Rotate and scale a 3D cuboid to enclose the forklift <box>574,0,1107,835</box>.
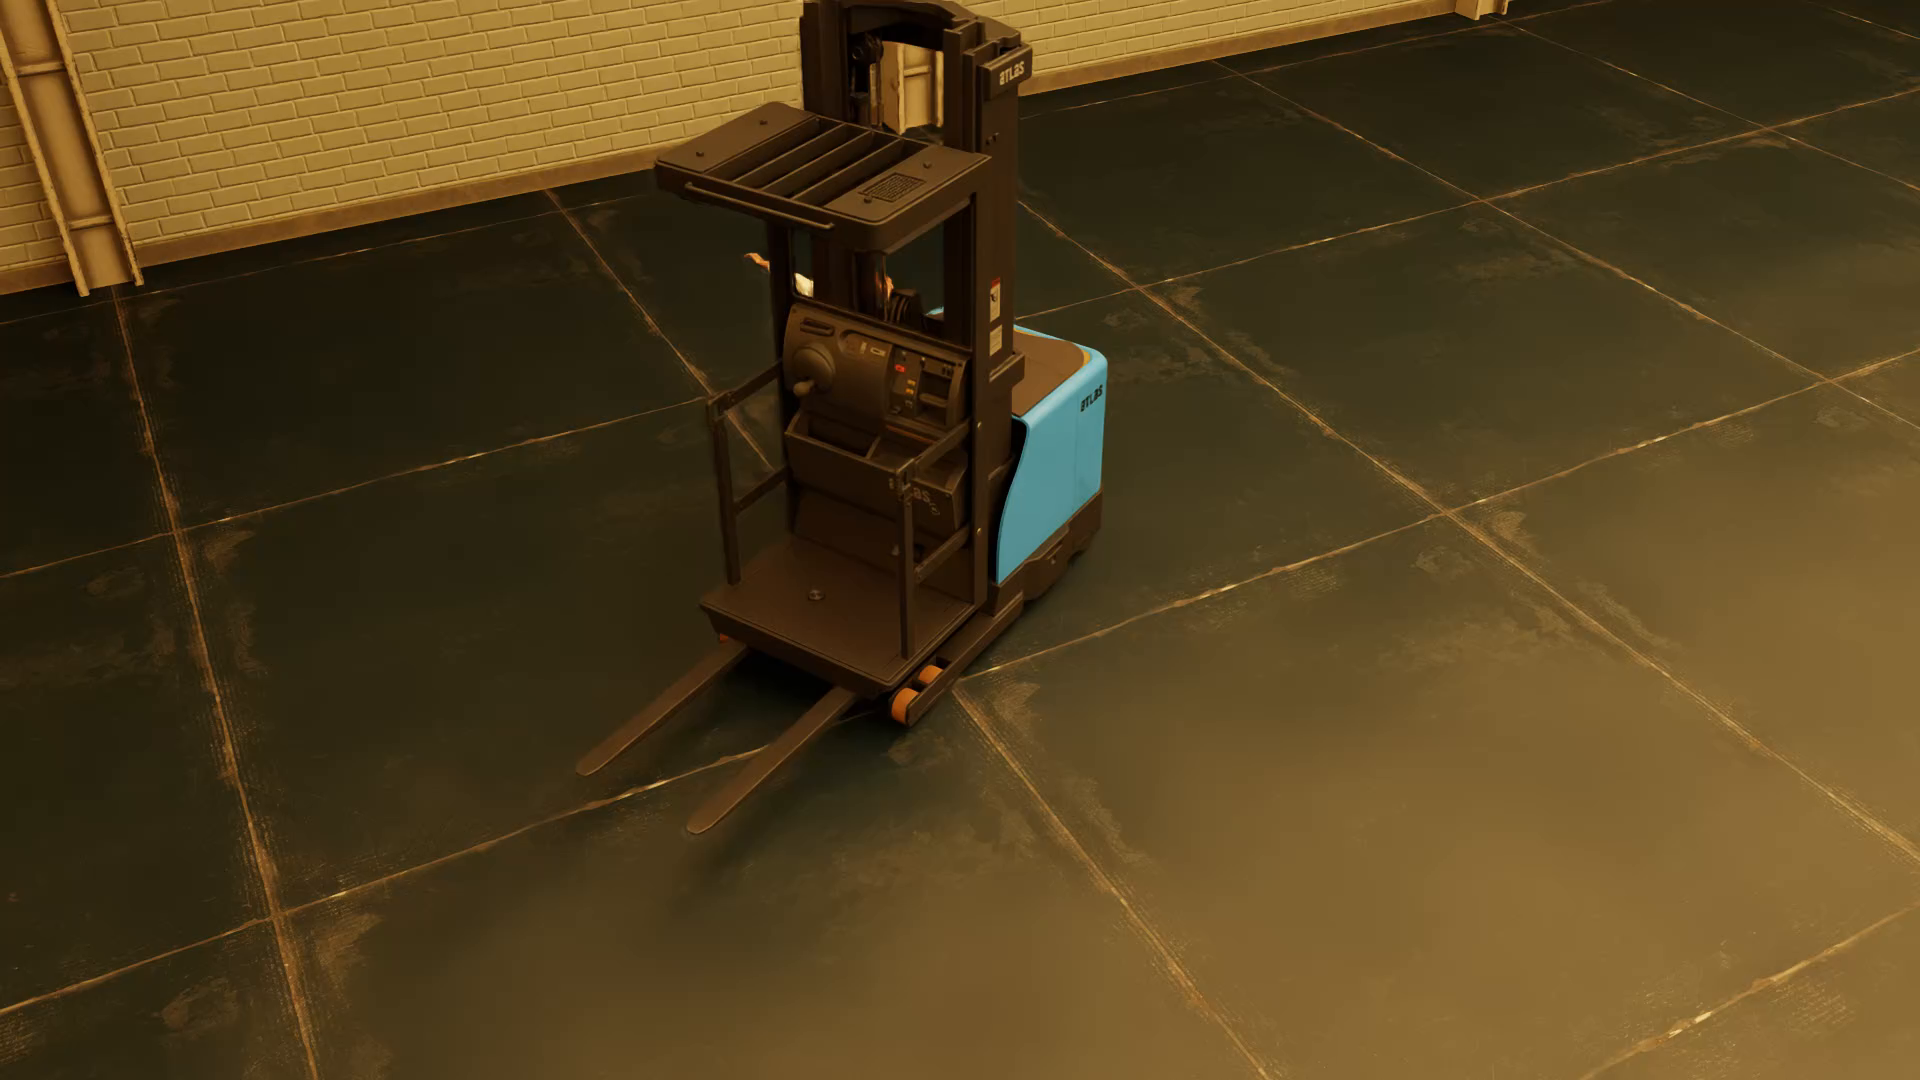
[{"bbox_3d":[-0.495,-0.676,7.080,1.130,2.935,3.031,21,40,27],"label":"forklift"}]

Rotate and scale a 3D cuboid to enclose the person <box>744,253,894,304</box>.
[{"bbox_3d":[-0.641,-0.936,8.903,0.639,1.295,1.218,-18,39,-24],"label":"person"}]
